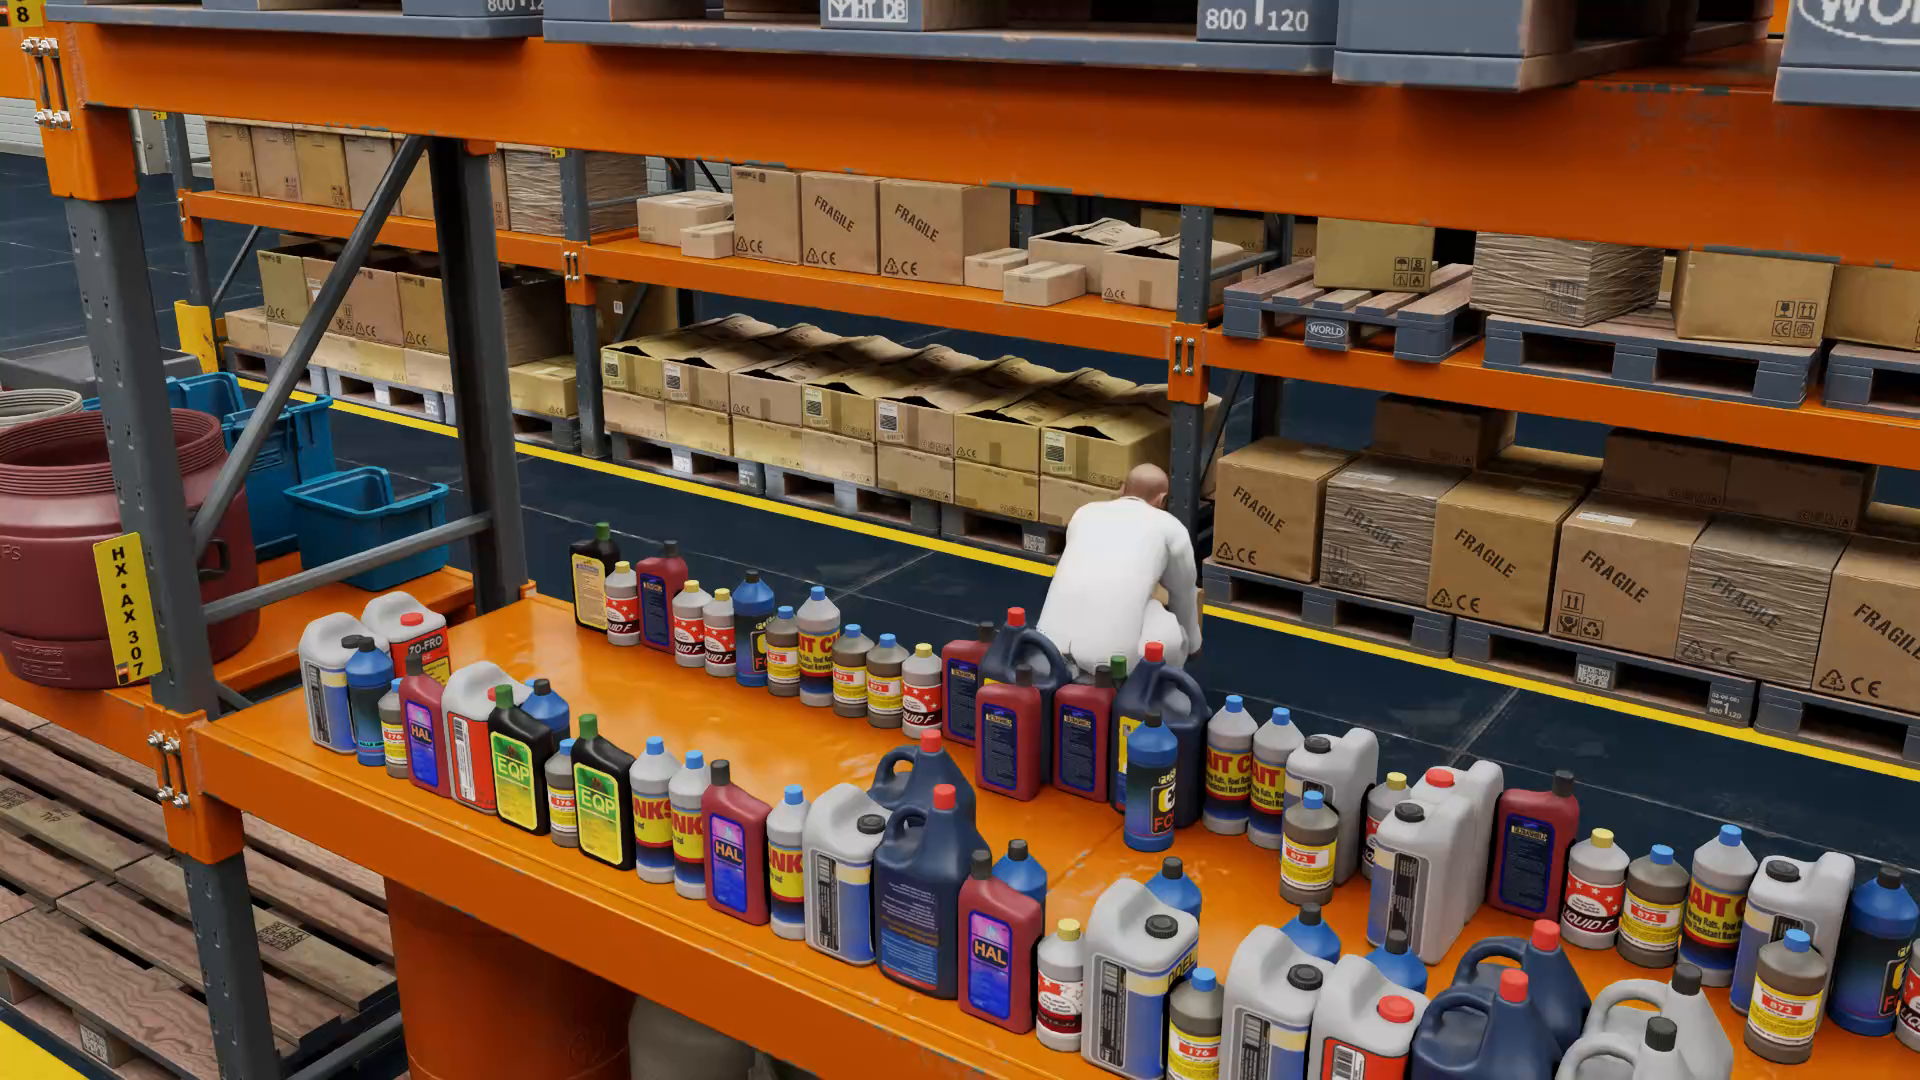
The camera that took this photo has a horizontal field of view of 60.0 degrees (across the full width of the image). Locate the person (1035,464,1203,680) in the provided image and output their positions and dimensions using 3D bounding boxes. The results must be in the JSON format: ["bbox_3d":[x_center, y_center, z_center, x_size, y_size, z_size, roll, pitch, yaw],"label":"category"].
[{"bbox_3d":[0.639,0.263,6.511,0.579,1.008,0.919,12,23,31],"label":"person"}]
